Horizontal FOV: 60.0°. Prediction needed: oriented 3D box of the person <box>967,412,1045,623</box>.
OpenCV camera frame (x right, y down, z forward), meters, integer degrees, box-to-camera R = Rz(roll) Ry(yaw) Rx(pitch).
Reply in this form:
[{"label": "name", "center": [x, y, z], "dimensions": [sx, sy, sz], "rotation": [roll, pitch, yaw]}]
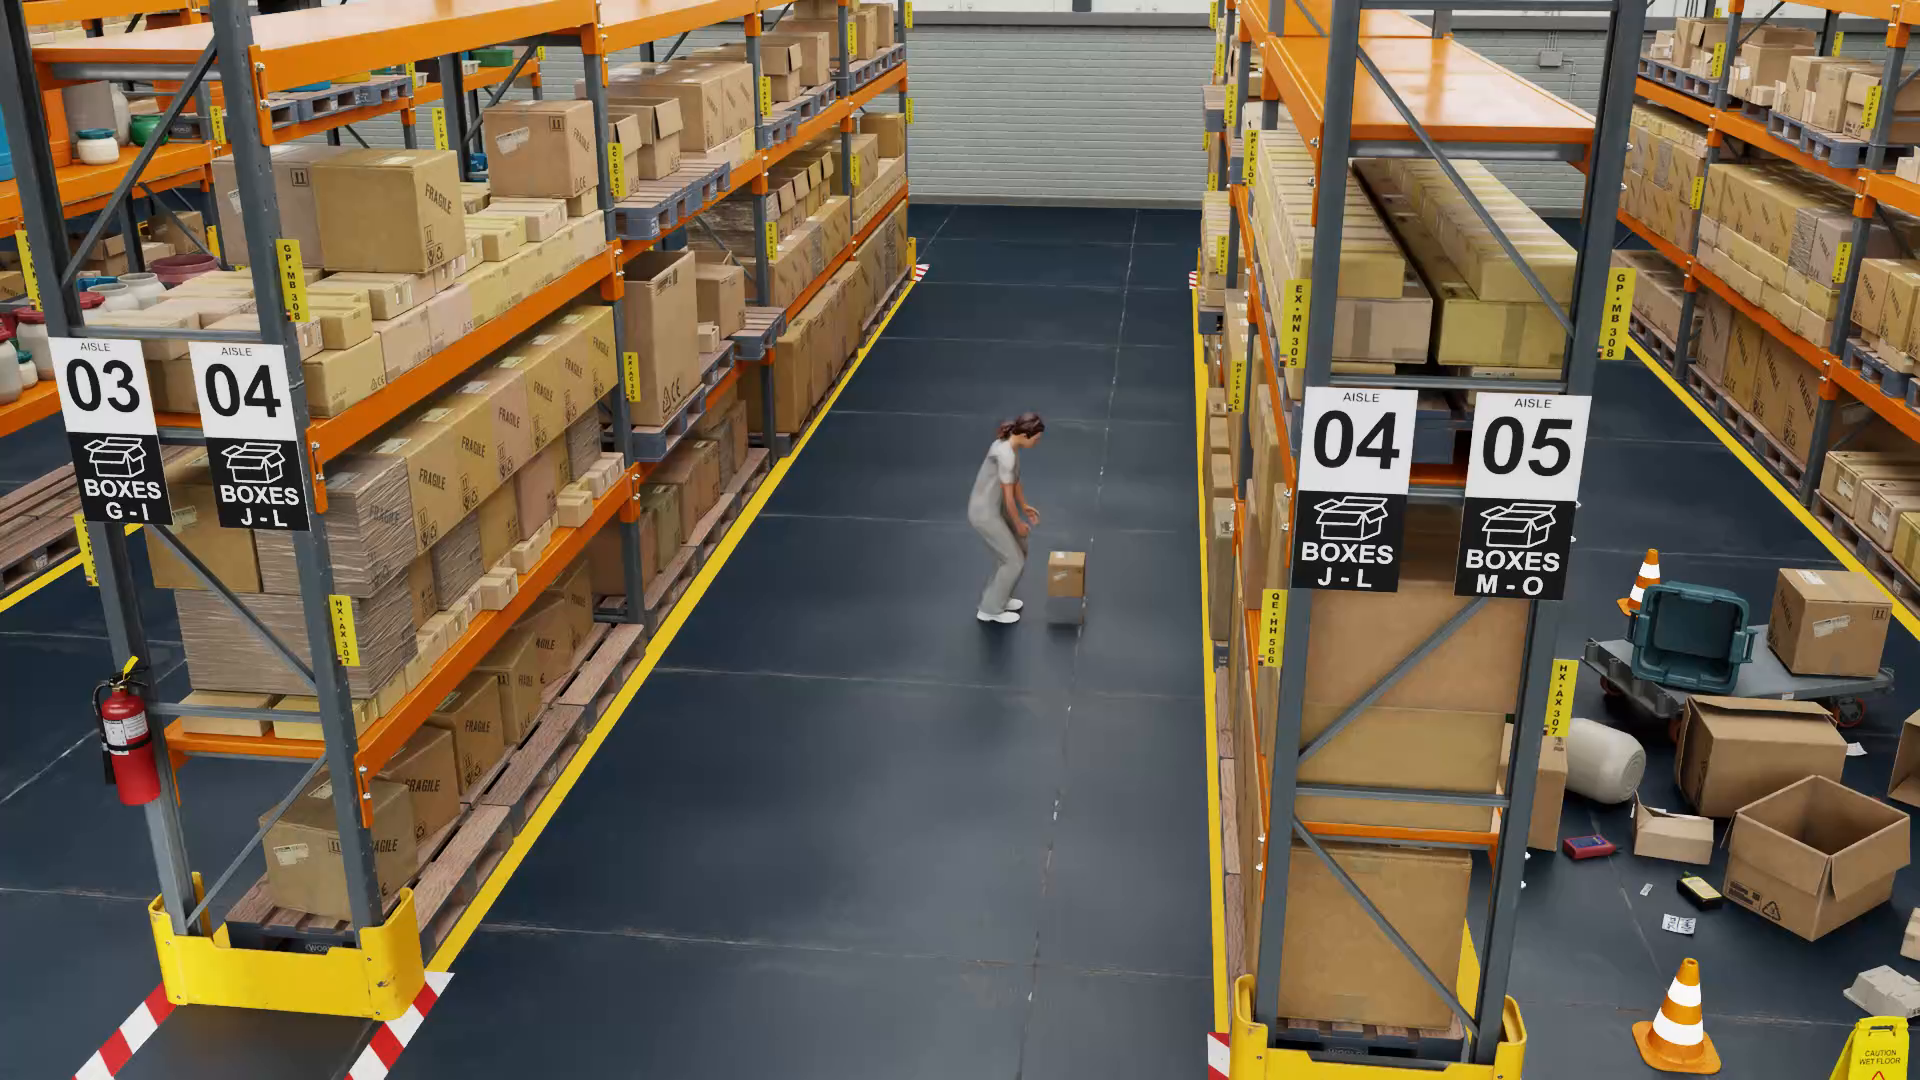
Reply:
[{"label": "person", "center": [0.323, -0.183, 11.788], "dimensions": [0.533, 1.515, 0.483], "rotation": [3, 21, 7]}]
